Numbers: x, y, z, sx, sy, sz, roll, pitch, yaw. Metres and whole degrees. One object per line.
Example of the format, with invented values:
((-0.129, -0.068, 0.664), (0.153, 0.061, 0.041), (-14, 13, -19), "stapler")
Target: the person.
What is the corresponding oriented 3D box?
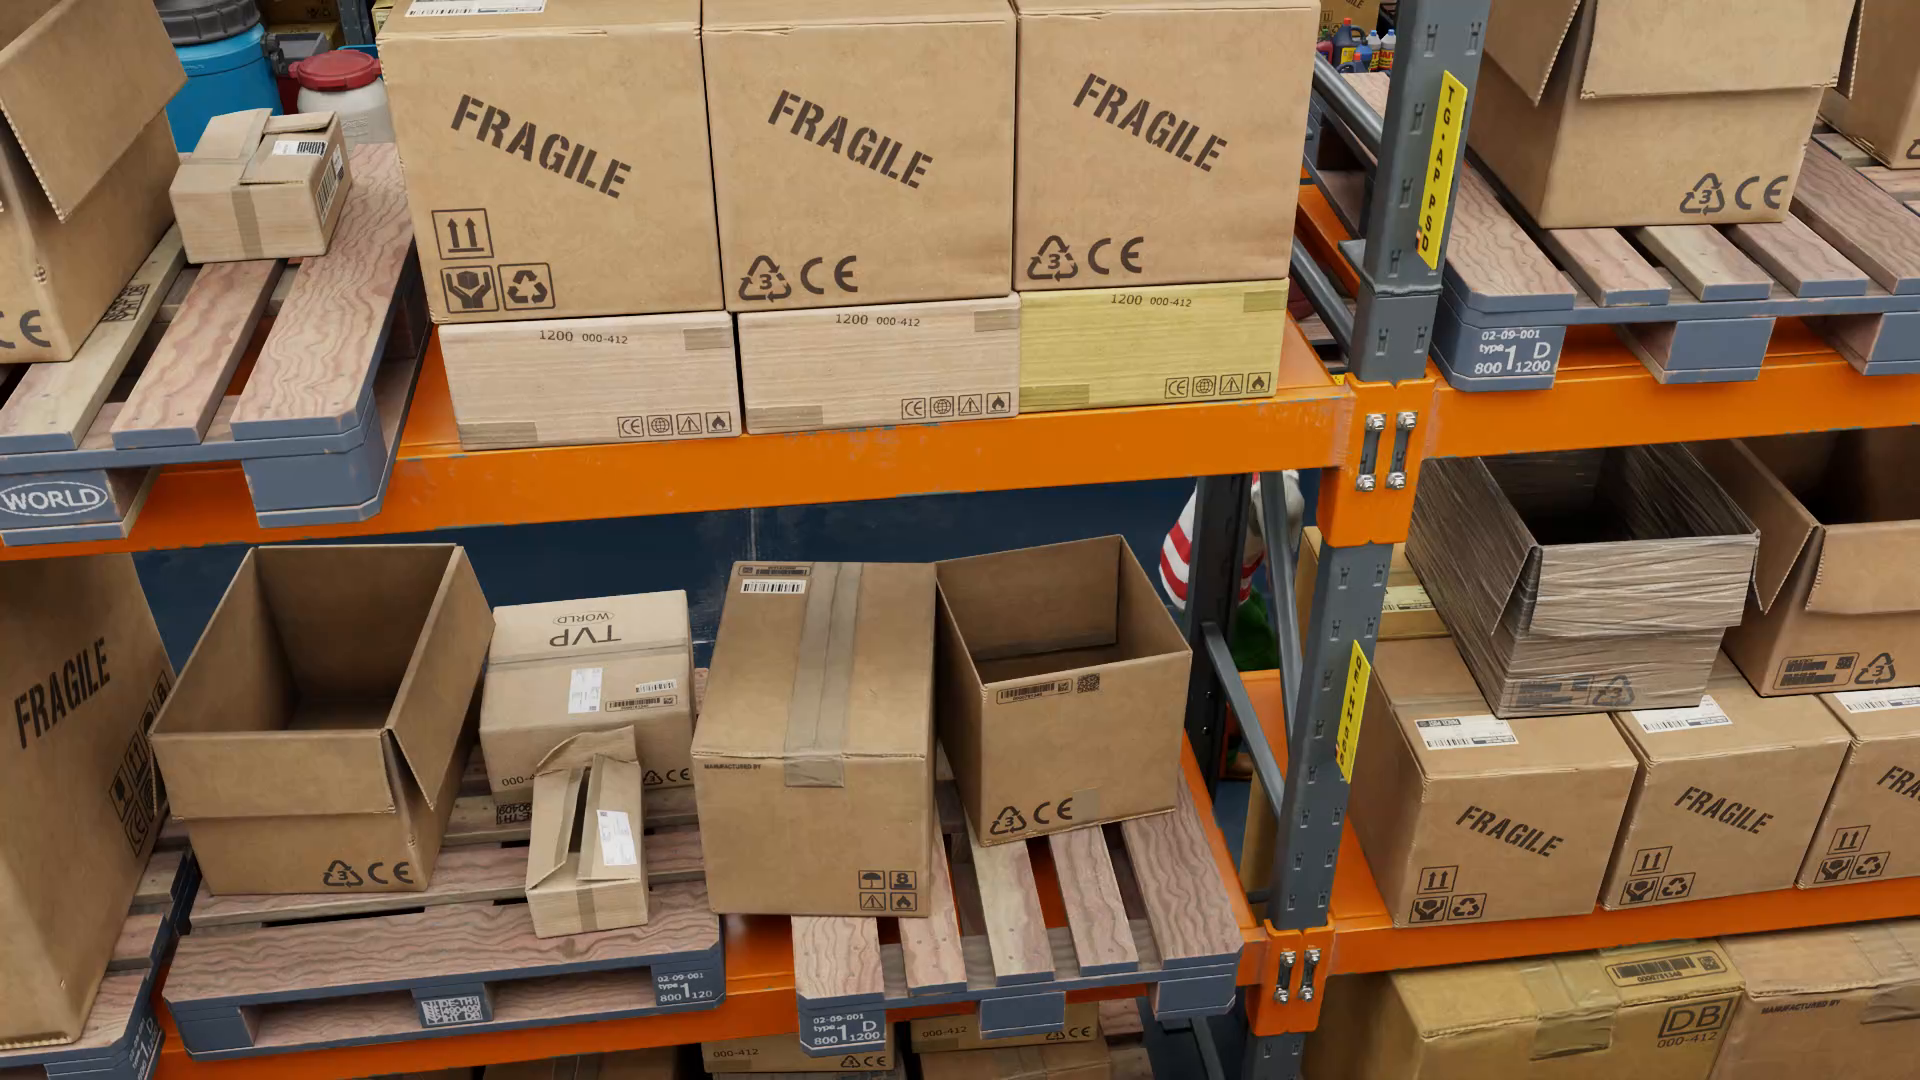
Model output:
((1.052, 0.144, 6.099), (0.647, 1.580, 0.575), (-4, 35, -6), "person")
